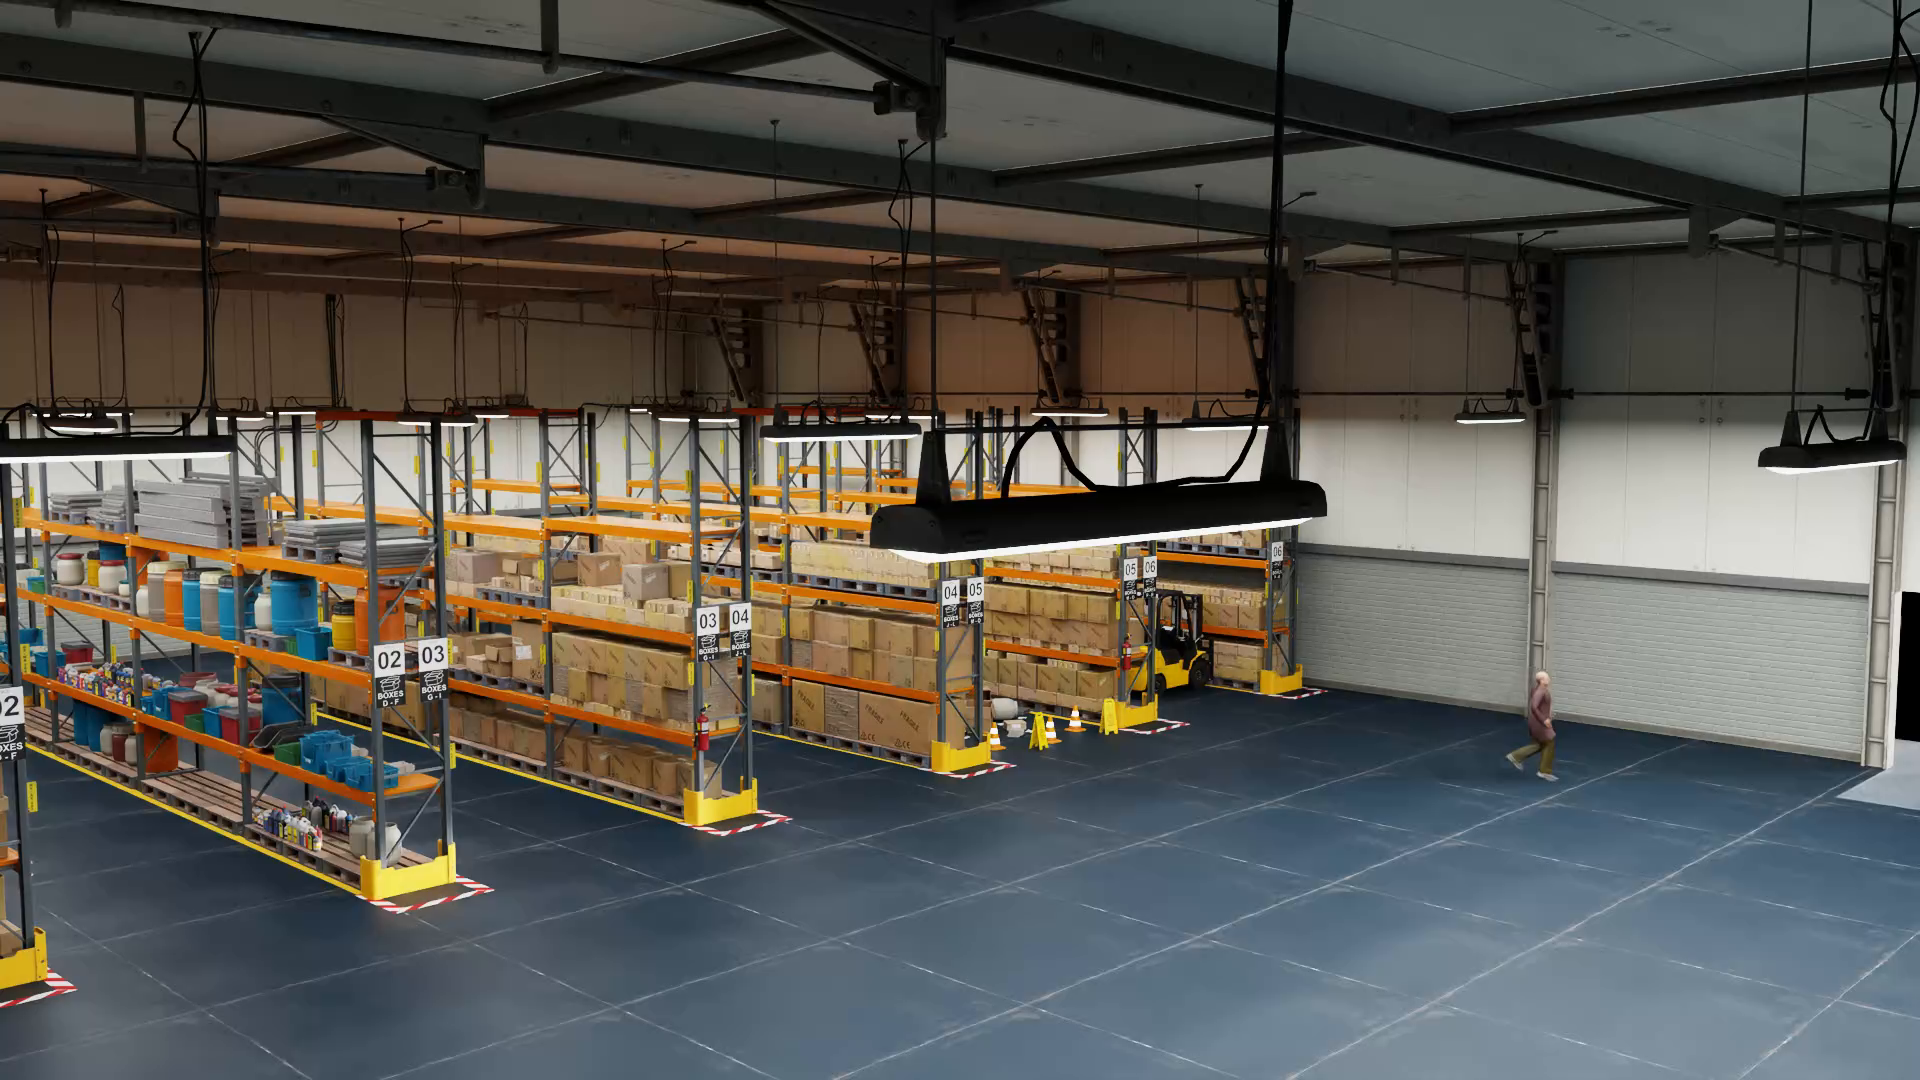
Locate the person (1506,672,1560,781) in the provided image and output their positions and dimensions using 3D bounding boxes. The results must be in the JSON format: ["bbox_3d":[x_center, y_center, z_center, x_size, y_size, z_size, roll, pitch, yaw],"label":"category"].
[{"bbox_3d":[9.412,3.045,27.260,0.854,1.806,0.733,1,5,12],"label":"person"}]

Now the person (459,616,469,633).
[{"bbox_3d":[-12.030,1.900,40.479,0.849,1.677,0.605,-1,5,-8],"label":"person"}]
